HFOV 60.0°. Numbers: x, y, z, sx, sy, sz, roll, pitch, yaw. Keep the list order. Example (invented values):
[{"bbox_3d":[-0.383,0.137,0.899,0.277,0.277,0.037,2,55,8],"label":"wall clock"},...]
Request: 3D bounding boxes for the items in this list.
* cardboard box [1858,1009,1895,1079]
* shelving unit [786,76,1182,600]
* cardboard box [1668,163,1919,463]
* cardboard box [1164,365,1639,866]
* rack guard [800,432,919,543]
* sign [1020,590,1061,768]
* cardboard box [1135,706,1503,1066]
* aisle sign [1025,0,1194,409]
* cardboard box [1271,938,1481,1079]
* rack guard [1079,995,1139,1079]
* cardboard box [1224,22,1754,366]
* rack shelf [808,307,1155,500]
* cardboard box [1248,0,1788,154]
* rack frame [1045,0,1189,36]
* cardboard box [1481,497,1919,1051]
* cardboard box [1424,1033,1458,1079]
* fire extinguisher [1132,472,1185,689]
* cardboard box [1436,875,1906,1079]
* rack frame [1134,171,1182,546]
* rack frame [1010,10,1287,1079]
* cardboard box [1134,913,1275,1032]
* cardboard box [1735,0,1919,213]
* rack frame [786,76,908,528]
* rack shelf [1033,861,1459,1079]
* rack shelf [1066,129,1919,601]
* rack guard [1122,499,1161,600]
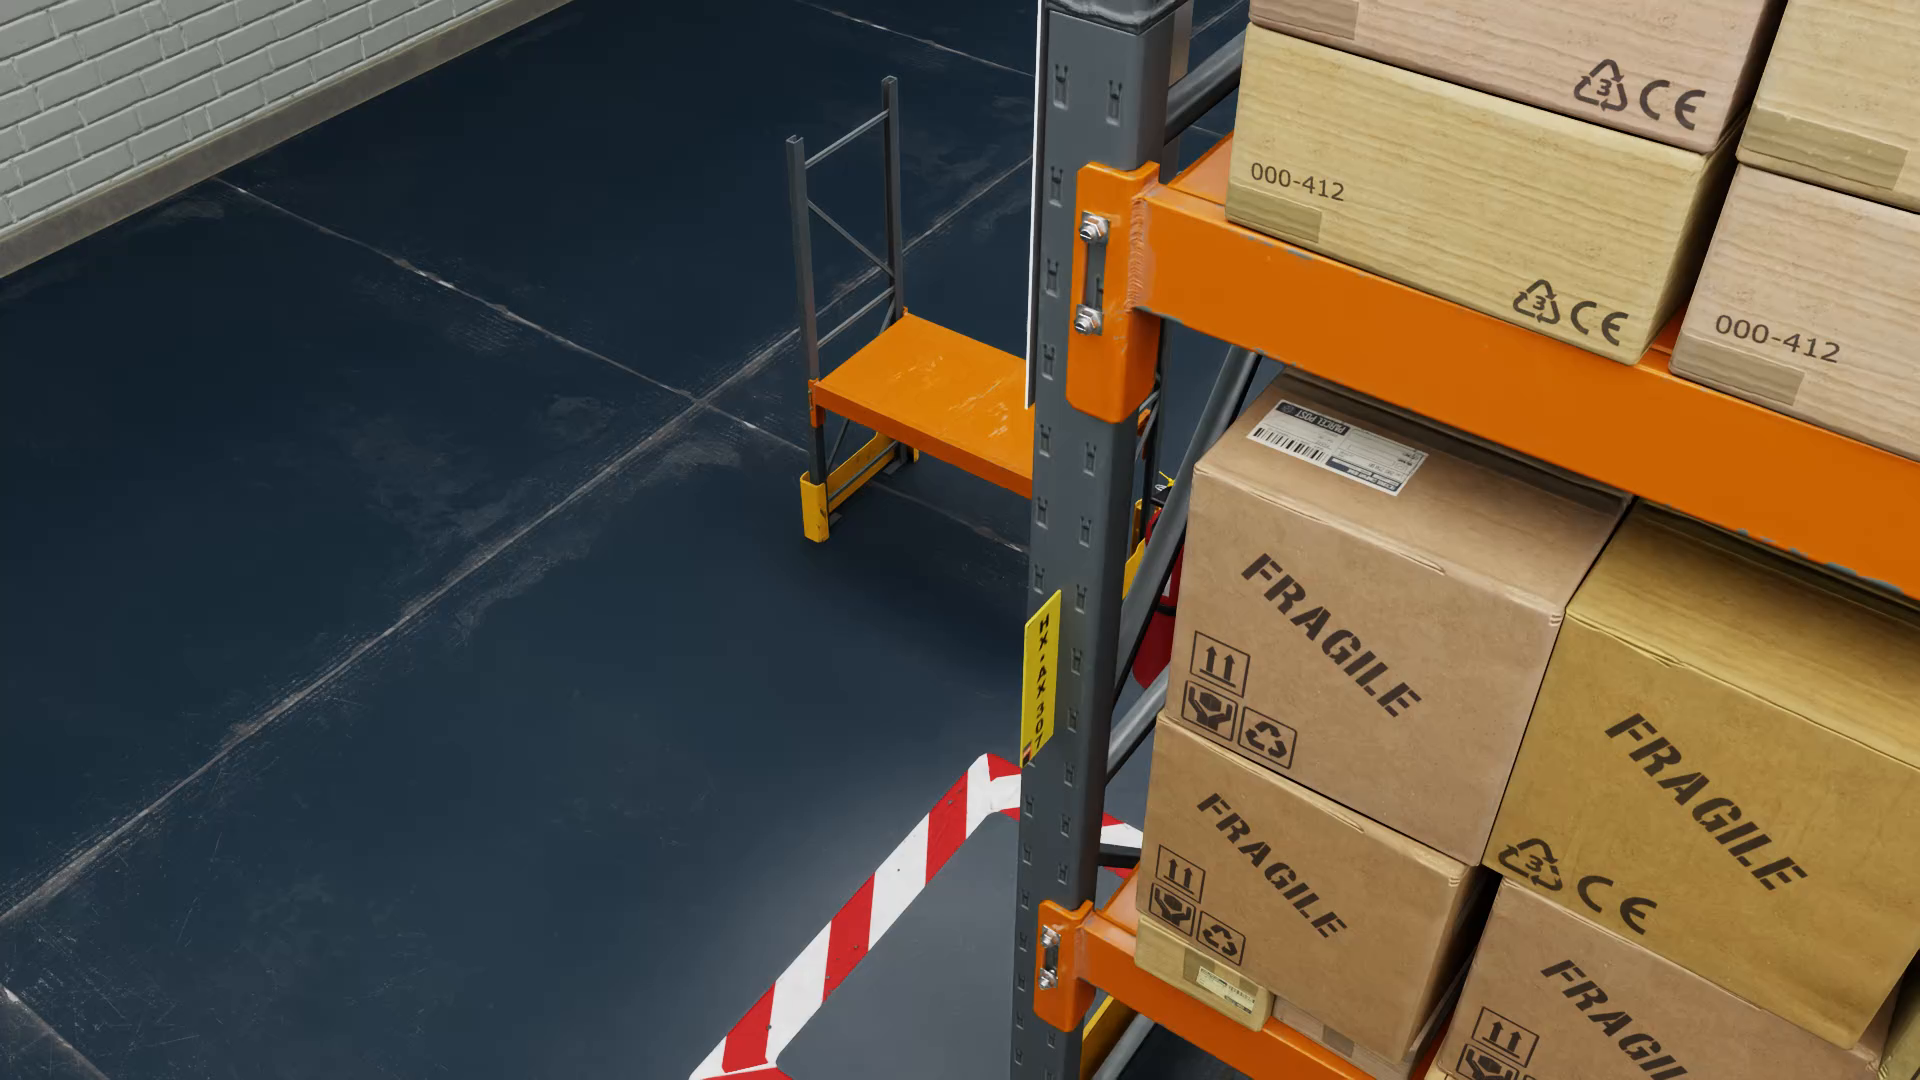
[{"bbox_3d":[1.494,0.807,2.300,0.500,0.500,0.500,26,48,26],"label":"cardboard box"},{"bbox_3d":[0.062,-0.530,5.217,1.083,1.500,0.587,25,48,25],"label":"shelving unit"},{"bbox_3d":[1.088,-0.299,1.698,0.500,0.250,0.500,27,48,27],"label":"cardboard box"},{"bbox_3d":[0.654,0.043,2.404,0.500,0.500,0.500,25,47,25],"label":"cardboard box"},{"bbox_3d":[-0.345,-0.255,5.847,0.087,0.250,0.587,25,48,25],"label":"rack guard"},{"bbox_3d":[0.127,0.221,2.605,0.005,0.325,0.100,25,48,25],"label":"sign"},{"bbox_3d":[0.647,0.422,2.731,0.500,0.500,0.500,27,49,27],"label":"cardboard box"},{"bbox_3d":[0.206,-0.586,2.206,0.004,0.787,0.394,25,48,25],"label":"aisle sign"},{"bbox_3d":[0.748,0.719,2.886,0.250,0.149,0.380,27,48,27],"label":"cardboard box"},{"bbox_3d":[0.501,1.208,4.025,0.348,0.500,1.175,25,48,25],"label":"rack guard"},{"bbox_3d":[0.659,-0.503,1.926,0.500,0.250,0.500,27,48,27],"label":"cardboard box"},{"bbox_3d":[0.070,-0.392,5.333,1.000,0.185,0.538,25,48,25],"label":"rack shelf"},{"bbox_3d":[0.657,-0.687,1.757,0.500,0.250,0.500,26,48,26],"label":"cardboard box"},{"bbox_3d":[0.438,-1.989,1.224,0.127,3.000,1.000,25,48,25],"label":"rack frame"},{"bbox_3d":[1.070,0.233,2.192,0.500,0.500,0.500,26,48,26],"label":"cardboard box"},{"bbox_3d":[0.937,0.851,2.738,0.250,0.149,0.380,24,47,24],"label":"cardboard box"},{"bbox_3d":[0.497,0.066,3.764,0.183,0.674,0.296,25,48,25],"label":"fire extinguisher"},{"bbox_3d":[1.100,0.613,2.518,0.500,0.500,0.500,25,48,25],"label":"cardboard box"},{"bbox_3d":[0.486,-0.332,4.996,0.032,1.500,0.500,25,48,25],"label":"rack frame"},{"bbox_3d":[0.438,0.247,3.224,0.127,3.000,1.000,25,48,25],"label":"rack frame"},{"bbox_3d":[0.515,0.644,2.970,0.250,0.149,0.380,25,47,25],"label":"cardboard box"},{"bbox_3d":[1.077,-0.492,1.538,0.500,0.250,0.500,24,47,25],"label":"cardboard box"},{"bbox_3d":[-0.346,-0.721,5.431,0.032,1.500,0.500,25,48,25],"label":"rack frame"},{"bbox_3d":[2.076,1.281,2.609,4.000,0.370,1.077,25,48,25],"label":"rack shelf"},{"bbox_3d":[2.076,0.163,1.608,4.000,0.370,1.077,25,48,25],"label":"rack shelf"},{"bbox_3d":[0.470,0.127,5.421,0.087,0.250,0.587,25,48,25],"label":"rack guard"}]
